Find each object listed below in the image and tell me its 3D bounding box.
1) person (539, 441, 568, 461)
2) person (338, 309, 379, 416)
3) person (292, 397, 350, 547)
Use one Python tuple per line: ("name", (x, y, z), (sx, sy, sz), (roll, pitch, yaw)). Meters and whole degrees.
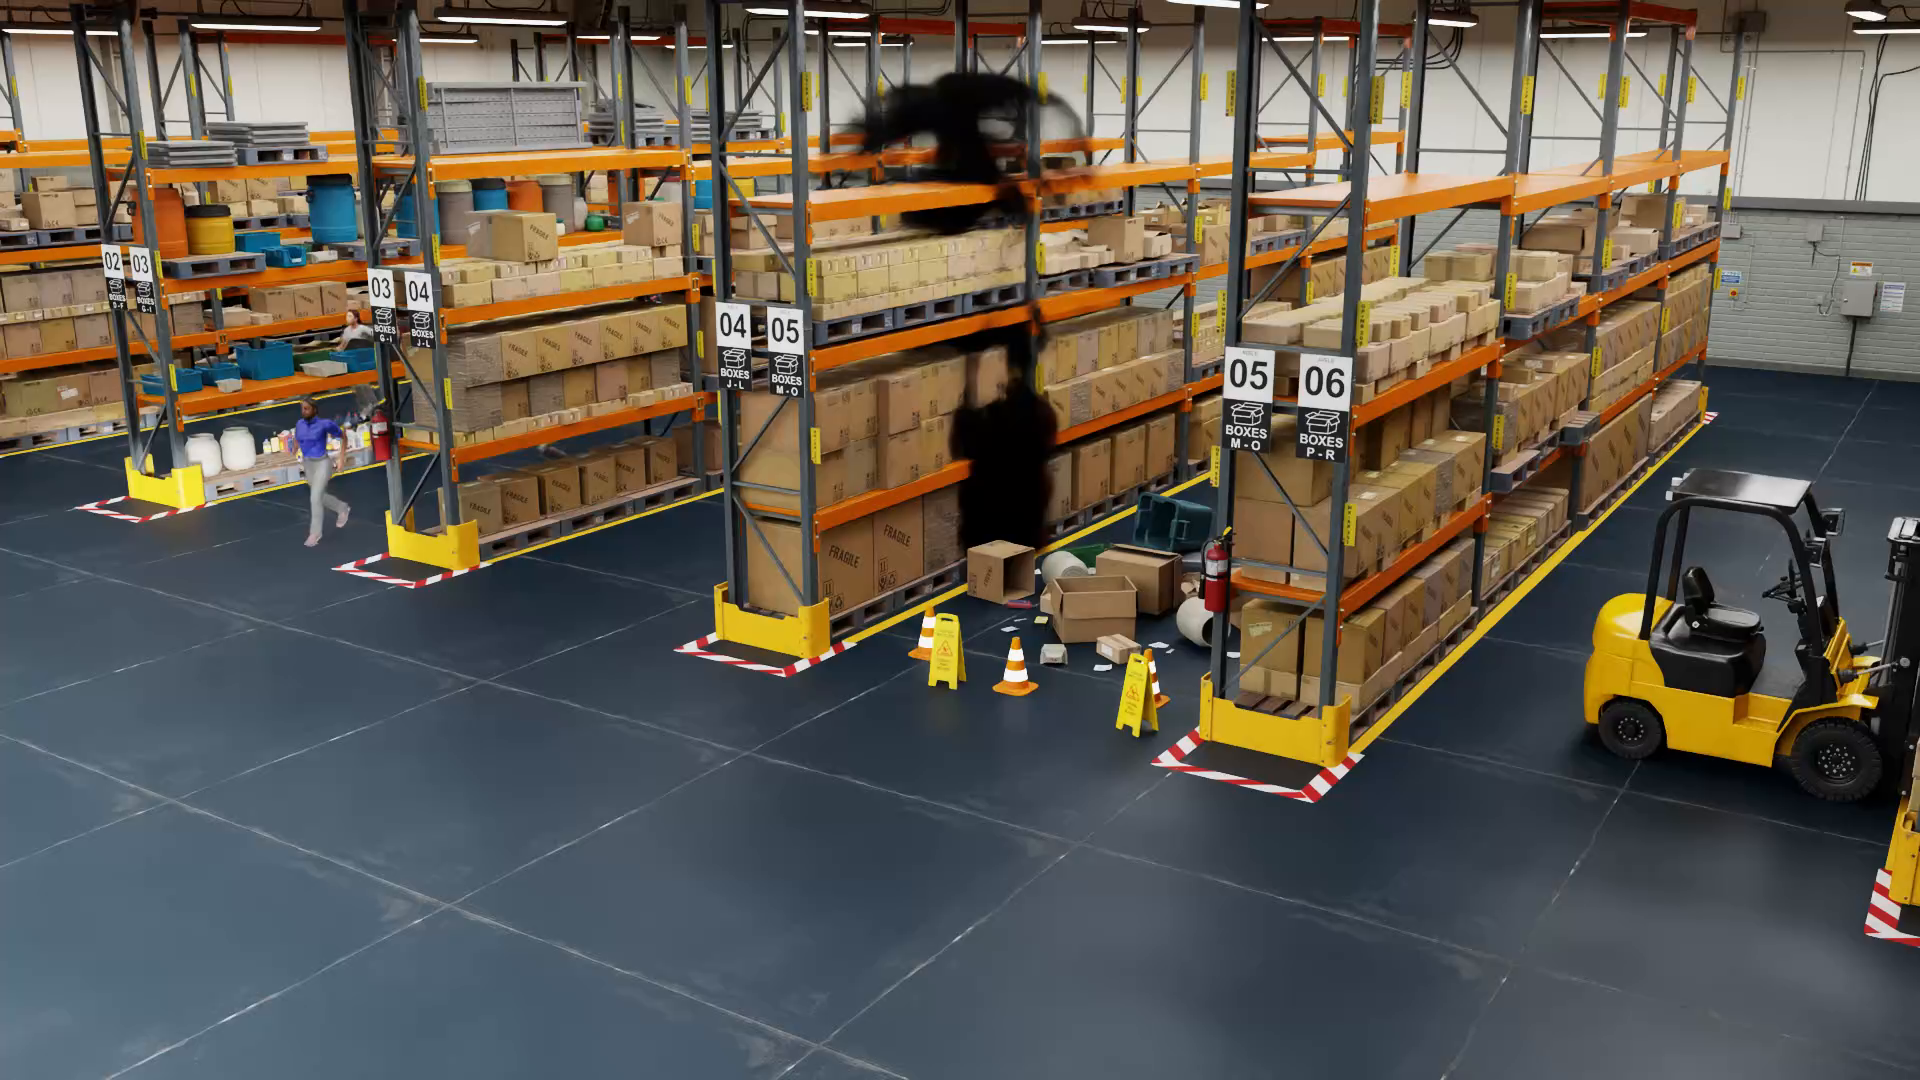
("person", (-5.401, -1.586, 21.662), (0.635, 1.727, 0.564), (11, 19, 34))
("person", (-9.441, -2.774, 26.145), (0.580, 1.719, 0.715), (8, 17, 25))
("person", (-7.372, -0.823, 19.151), (0.613, 1.672, 0.890), (6, 16, 19))
